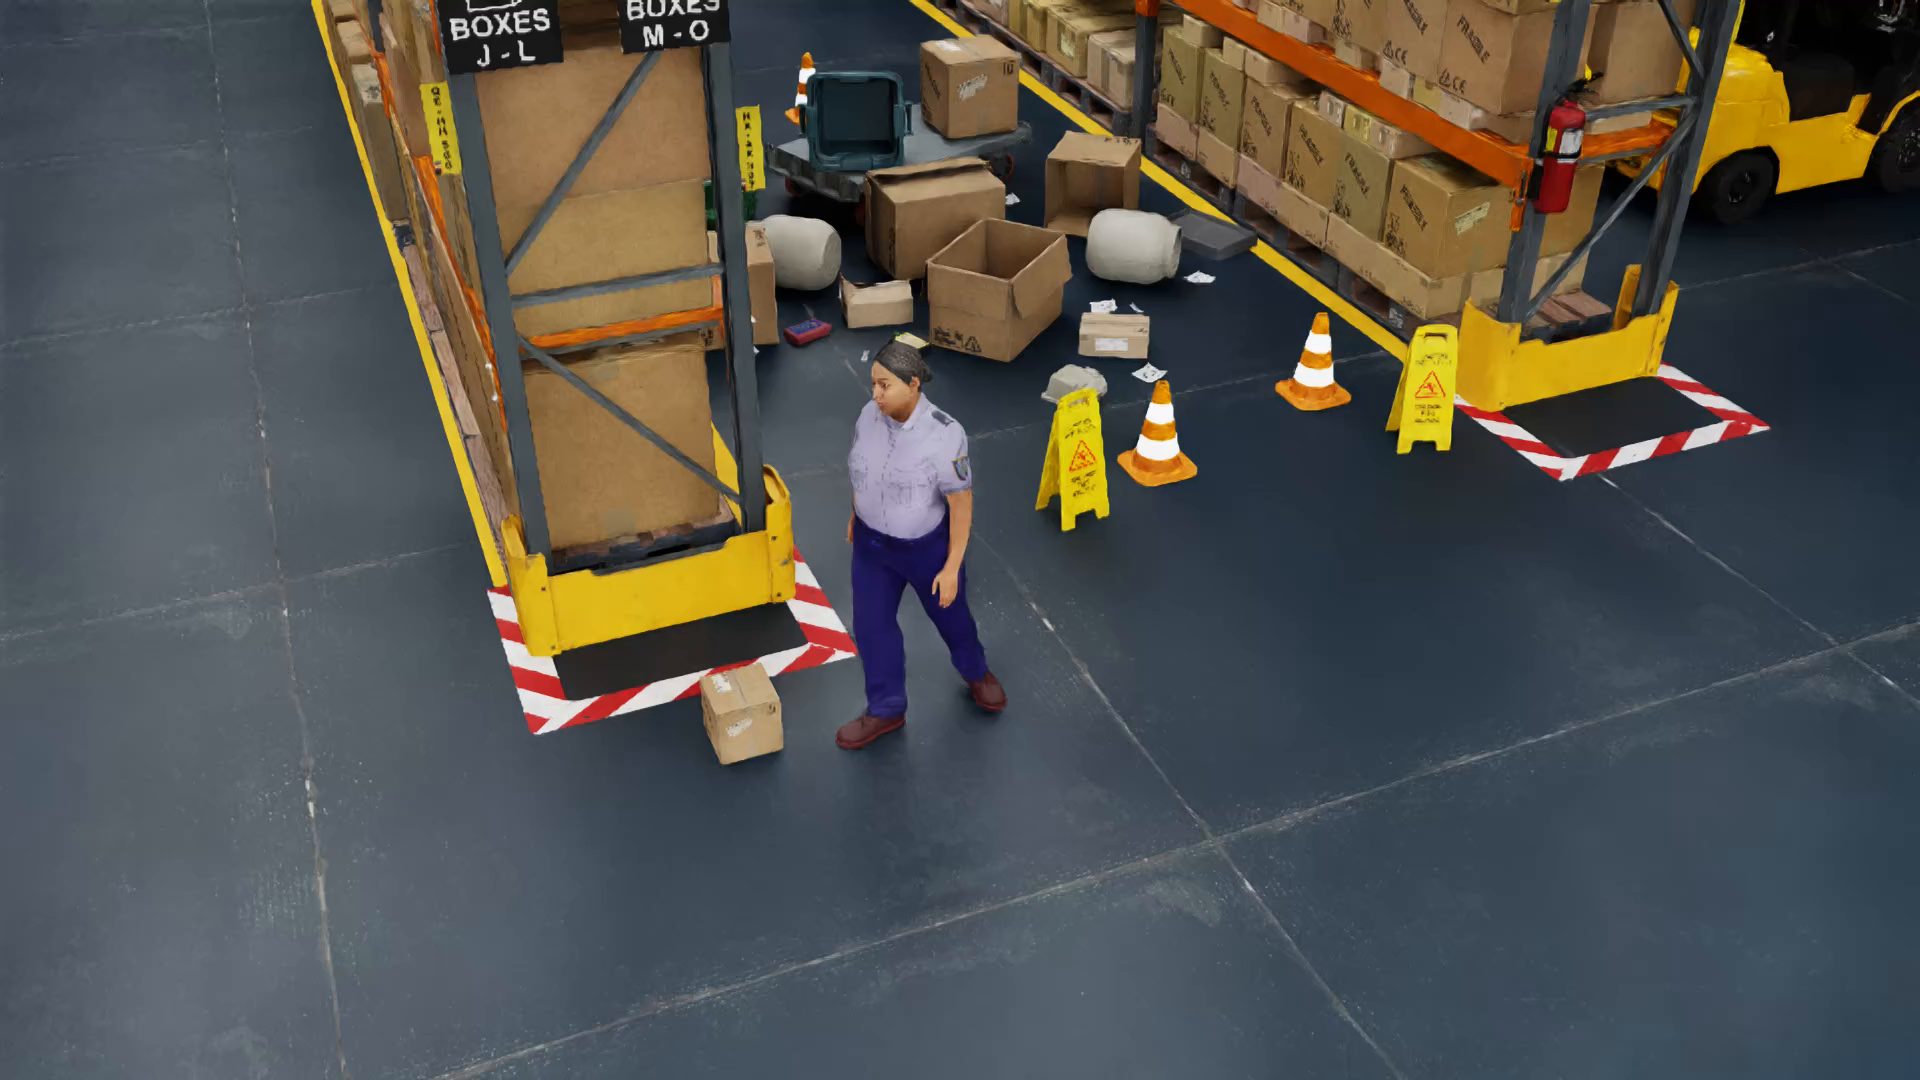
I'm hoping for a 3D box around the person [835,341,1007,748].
[{"bbox_3d":[-0.181,0.004,6.154,0.624,1.636,0.662,19,38,25],"label":"person"}]
